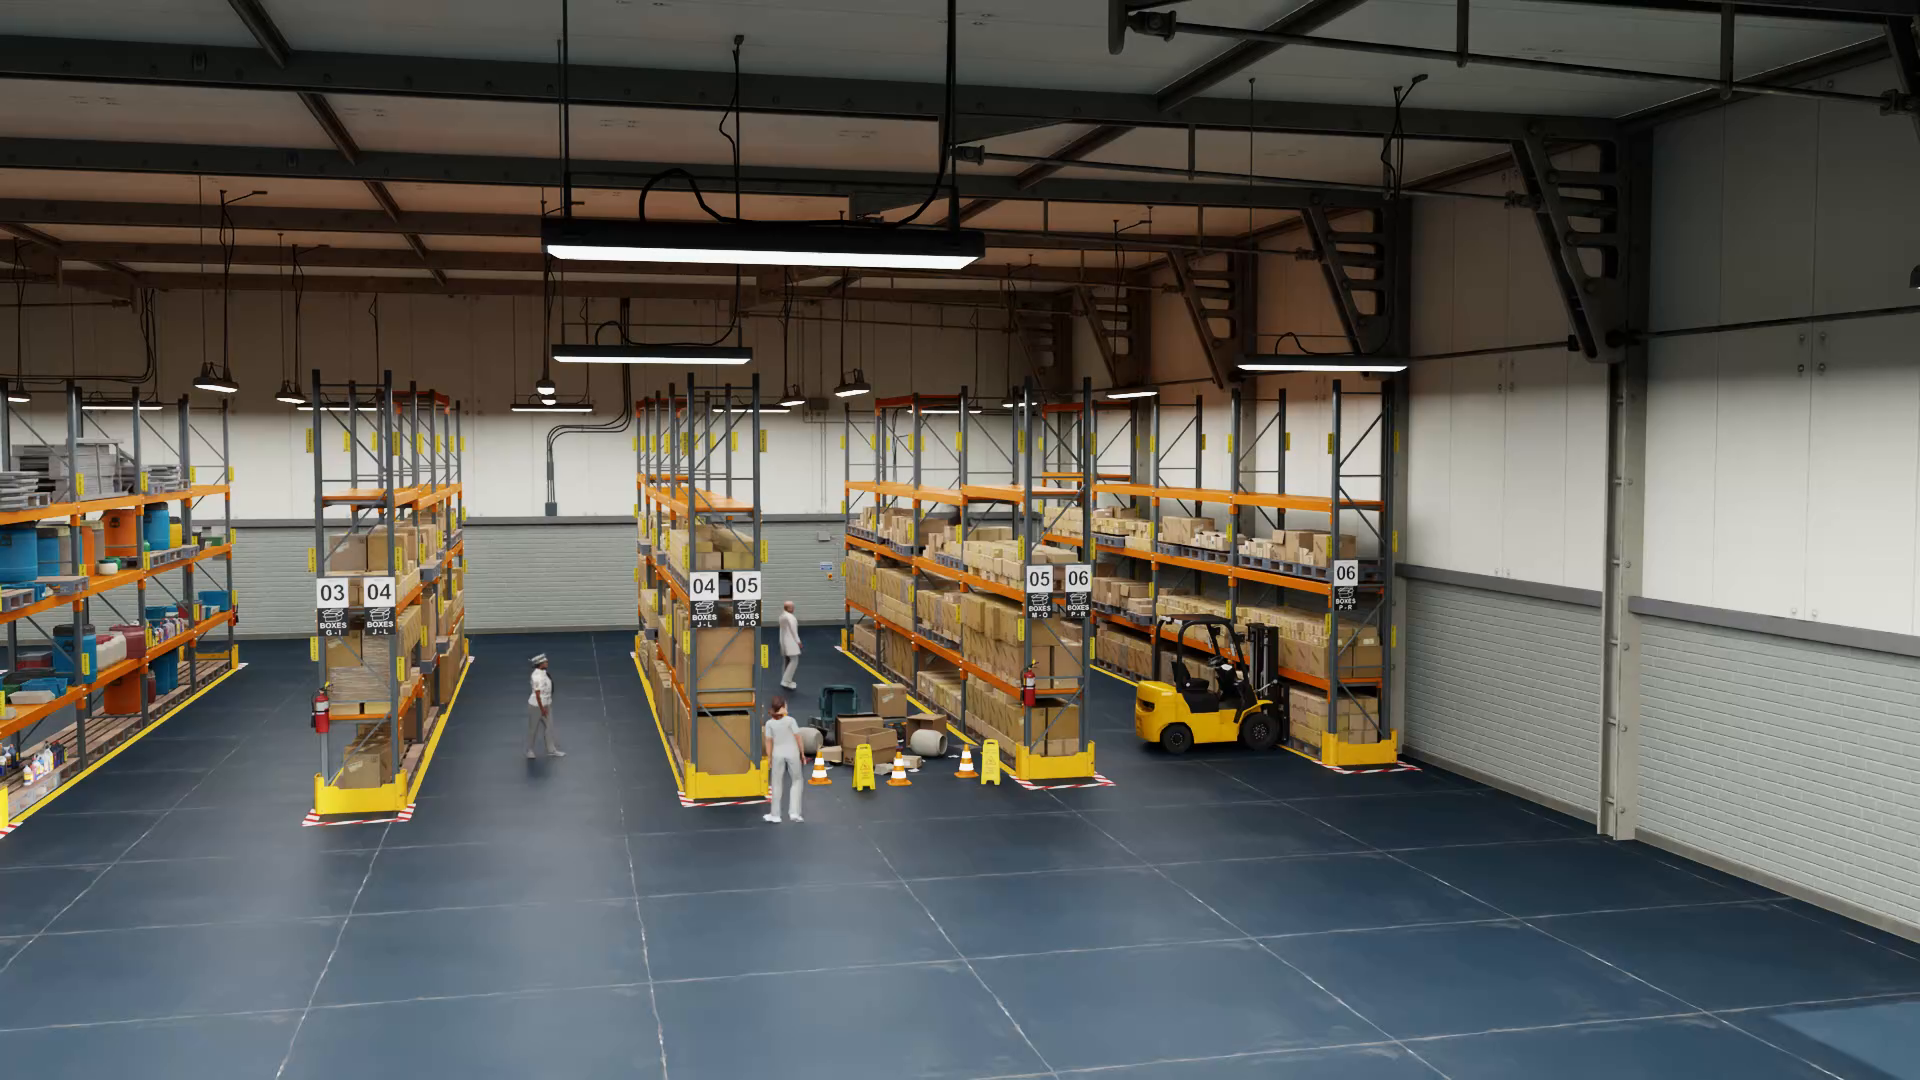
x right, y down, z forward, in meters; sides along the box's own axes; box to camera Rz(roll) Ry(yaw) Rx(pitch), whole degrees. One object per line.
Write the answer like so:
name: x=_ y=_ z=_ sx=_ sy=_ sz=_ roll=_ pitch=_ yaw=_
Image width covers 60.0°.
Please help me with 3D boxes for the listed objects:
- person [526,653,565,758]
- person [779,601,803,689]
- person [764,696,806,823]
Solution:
person: x=-6.666 y=2.635 z=26.501 sx=0.589 sy=1.679 sz=0.495 roll=1 pitch=3 yaw=18
person: x=-3.502 y=2.140 z=33.989 sx=0.522 sy=1.792 sz=0.579 roll=-2 pitch=4 yaw=-28
person: x=-2.315 y=2.907 z=21.947 sx=0.571 sy=1.701 sz=0.368 roll=0 pitch=3 yaw=-1
